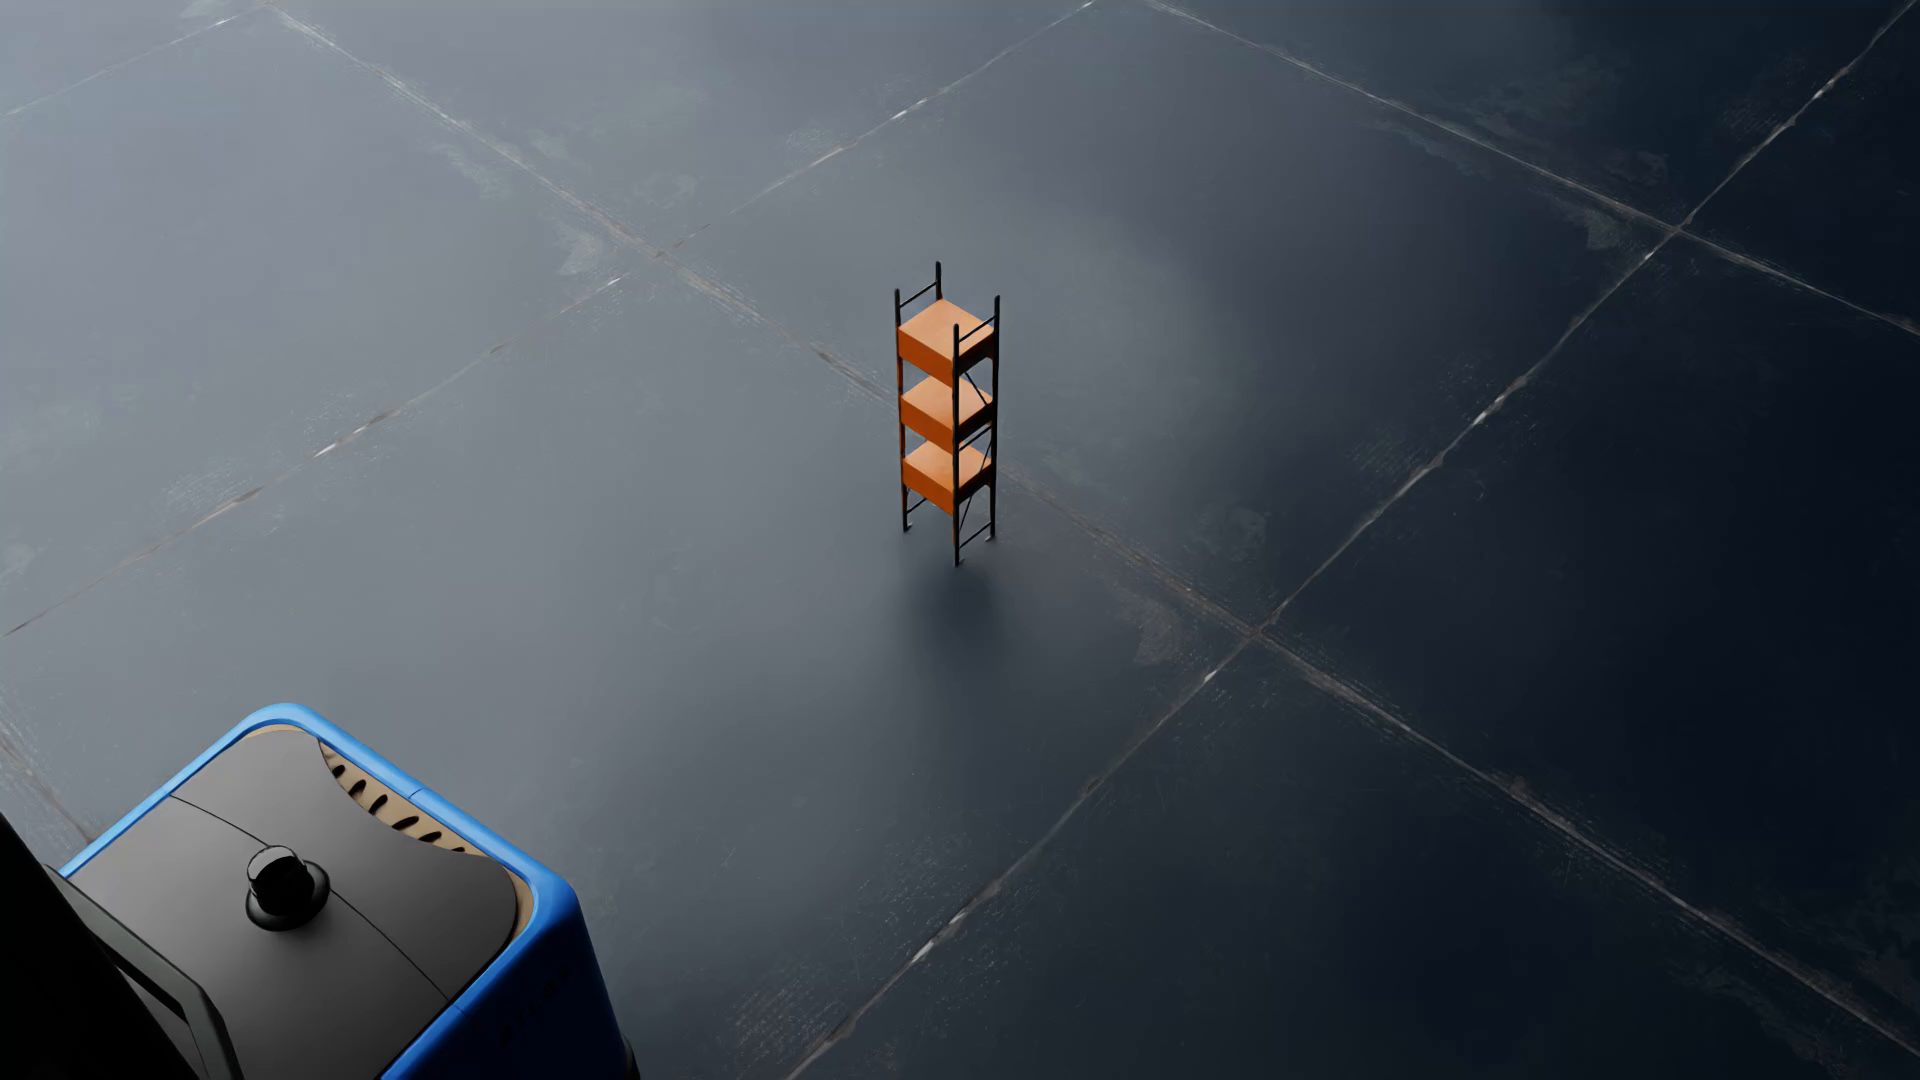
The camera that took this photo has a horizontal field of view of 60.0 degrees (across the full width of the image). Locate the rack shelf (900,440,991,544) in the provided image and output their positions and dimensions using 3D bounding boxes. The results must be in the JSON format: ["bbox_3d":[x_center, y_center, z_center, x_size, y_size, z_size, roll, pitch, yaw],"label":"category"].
[{"bbox_3d":[-0.039,-0.188,5.602,0.240,0.259,0.215,34,55,28],"label":"rack shelf"}]

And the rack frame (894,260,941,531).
[{"bbox_3d":[-0.129,-0.446,5.449,0.008,1.050,0.200,34,55,28],"label":"rack frame"}]

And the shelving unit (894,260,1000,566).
[{"bbox_3d":[-0.039,-0.386,5.392,0.252,1.050,0.215,34,55,28],"label":"shelving unit"}]

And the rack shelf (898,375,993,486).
[{"bbox_3d":[-0.039,-0.379,5.400,0.240,0.259,0.215,34,55,28],"label":"rack shelf"}]

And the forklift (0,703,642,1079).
[{"bbox_3d":[-2.056,1.178,2.633,1.130,2.935,3.031,27,52,23],"label":"forklift"}]

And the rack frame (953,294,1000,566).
[{"bbox_3d":[0.050,-0.325,5.335,0.008,1.050,0.200,34,55,28],"label":"rack frame"}]

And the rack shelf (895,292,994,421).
[{"bbox_3d":[-0.039,-0.573,5.193,0.240,0.259,0.215,34,55,28],"label":"rack shelf"}]
